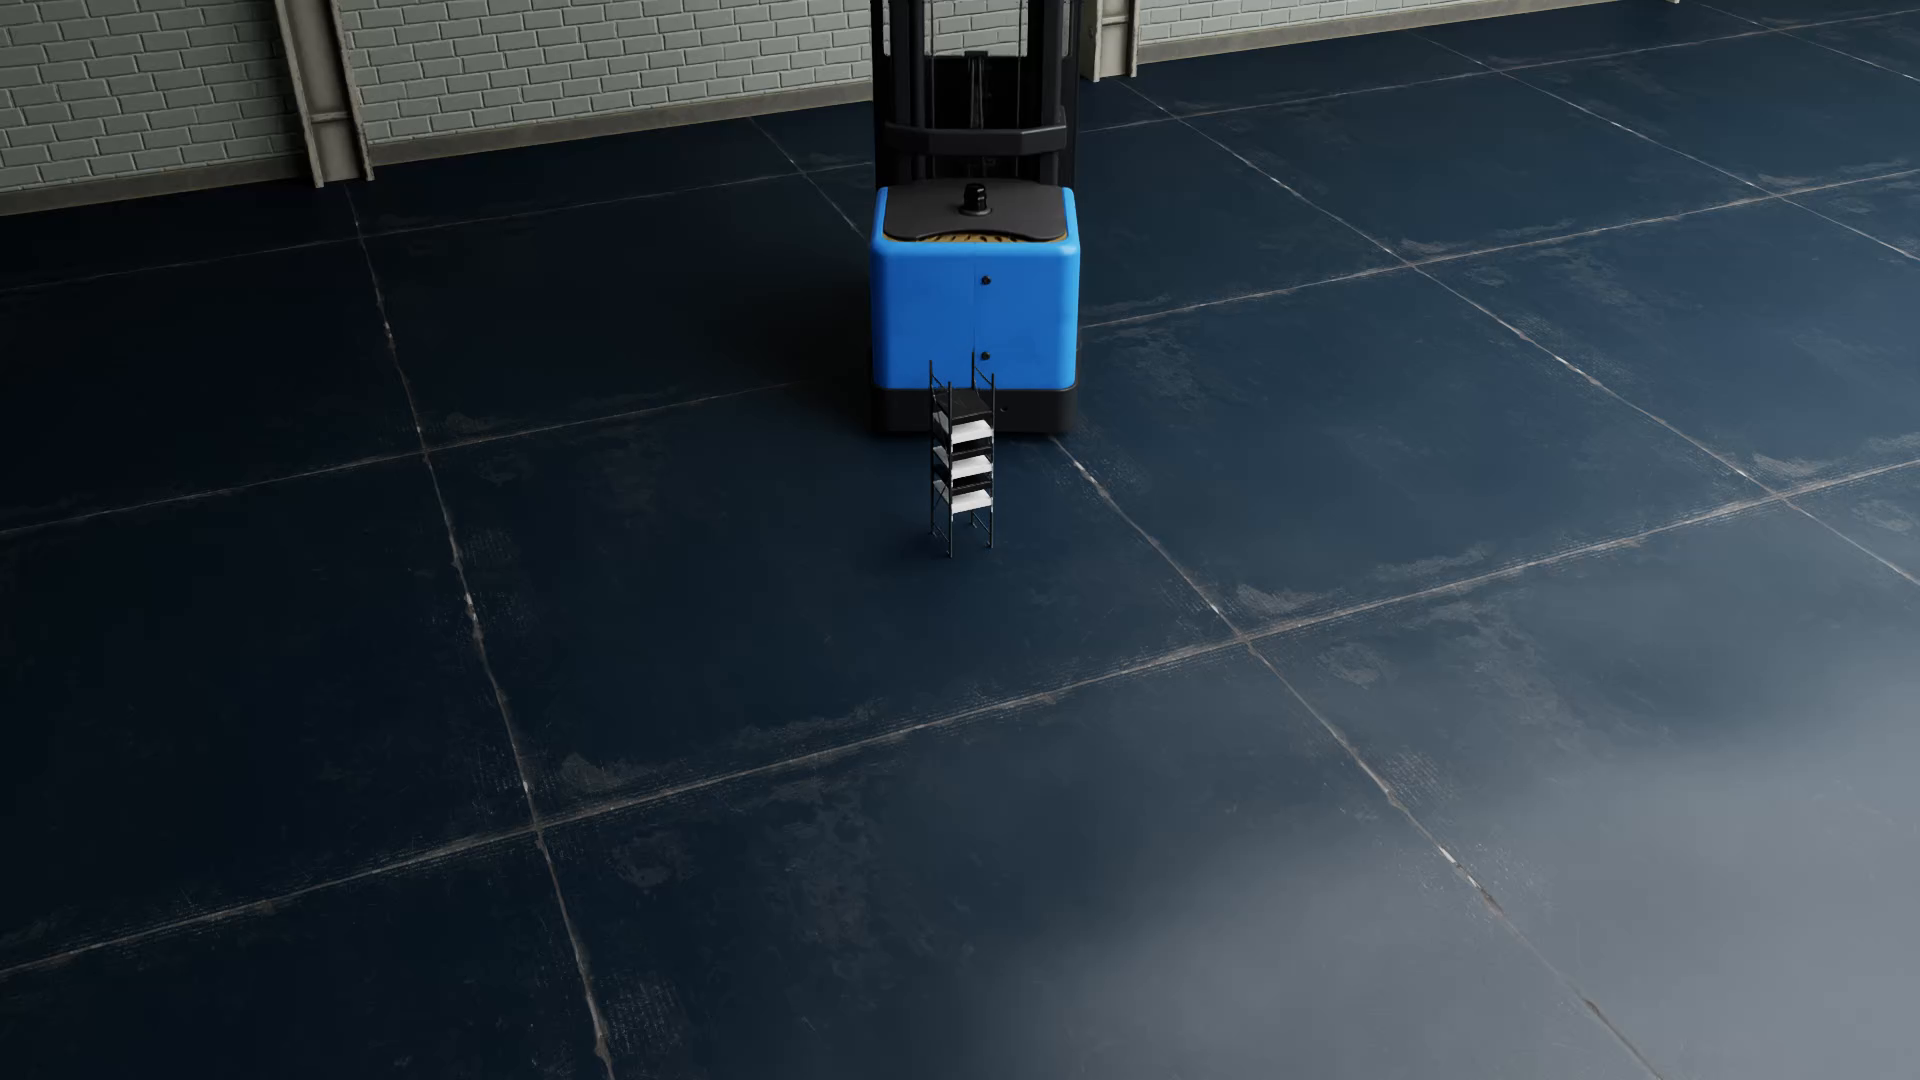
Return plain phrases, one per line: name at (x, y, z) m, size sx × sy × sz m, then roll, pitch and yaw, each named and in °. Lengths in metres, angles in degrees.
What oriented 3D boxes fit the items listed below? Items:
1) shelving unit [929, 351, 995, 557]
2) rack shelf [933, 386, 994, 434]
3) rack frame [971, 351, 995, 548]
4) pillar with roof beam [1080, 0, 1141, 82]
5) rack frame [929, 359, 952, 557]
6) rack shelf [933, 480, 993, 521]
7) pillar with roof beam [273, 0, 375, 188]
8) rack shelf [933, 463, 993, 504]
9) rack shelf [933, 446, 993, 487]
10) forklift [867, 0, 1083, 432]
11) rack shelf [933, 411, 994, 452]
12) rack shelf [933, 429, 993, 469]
shelving unit at (0.008, -0.379, 7.507) m, size 0.210 × 0.900 × 0.258 m, roll -13°, pitch 35°, yaw -19°
rack shelf at (0.008, -0.577, 7.378) m, size 0.200 × 0.077 × 0.258 m, roll -13°, pitch 35°, yaw -19°
rack frame at (0.101, -0.400, 7.540) m, size 0.006 × 0.900 × 0.240 m, roll -13°, pitch 35°, yaw -19°
pillar with roof beam at (2.867, -5.426, 7.838) m, size 0.400 × 9.000 × 9.100 m, roll -13°, pitch 35°, yaw -19°
rack frame at (-0.086, -0.357, 7.474) m, size 0.006 × 0.900 × 0.240 m, roll -13°, pitch 35°, yaw -19°
rack shelf at (0.007, -0.200, 7.624) m, size 0.200 × 0.077 × 0.258 m, roll -13°, pitch 35°, yaw -19°
pillar with roof beam at (-2.665, -4.159, 5.891) m, size 0.400 × 9.000 × 9.100 m, roll -13°, pitch 35°, yaw -19°
rack shelf at (0.007, -0.276, 7.574) m, size 0.200 × 0.077 × 0.258 m, roll -13°, pitch 35°, yaw -19°
rack shelf at (0.008, -0.351, 7.525) m, size 0.200 × 0.077 × 0.258 m, roll -13°, pitch 35°, yaw -19°
forklift at (0.086, -2.544, 8.973) m, size 1.130 × 2.935 × 3.031 m, roll 0°, pitch 33°, yaw 0°
rack shelf at (0.008, -0.502, 7.427) m, size 0.200 × 0.077 × 0.258 m, roll -13°, pitch 35°, yaw -19°
rack shelf at (0.008, -0.426, 7.476) m, size 0.200 × 0.077 × 0.258 m, roll -13°, pitch 35°, yaw -19°
